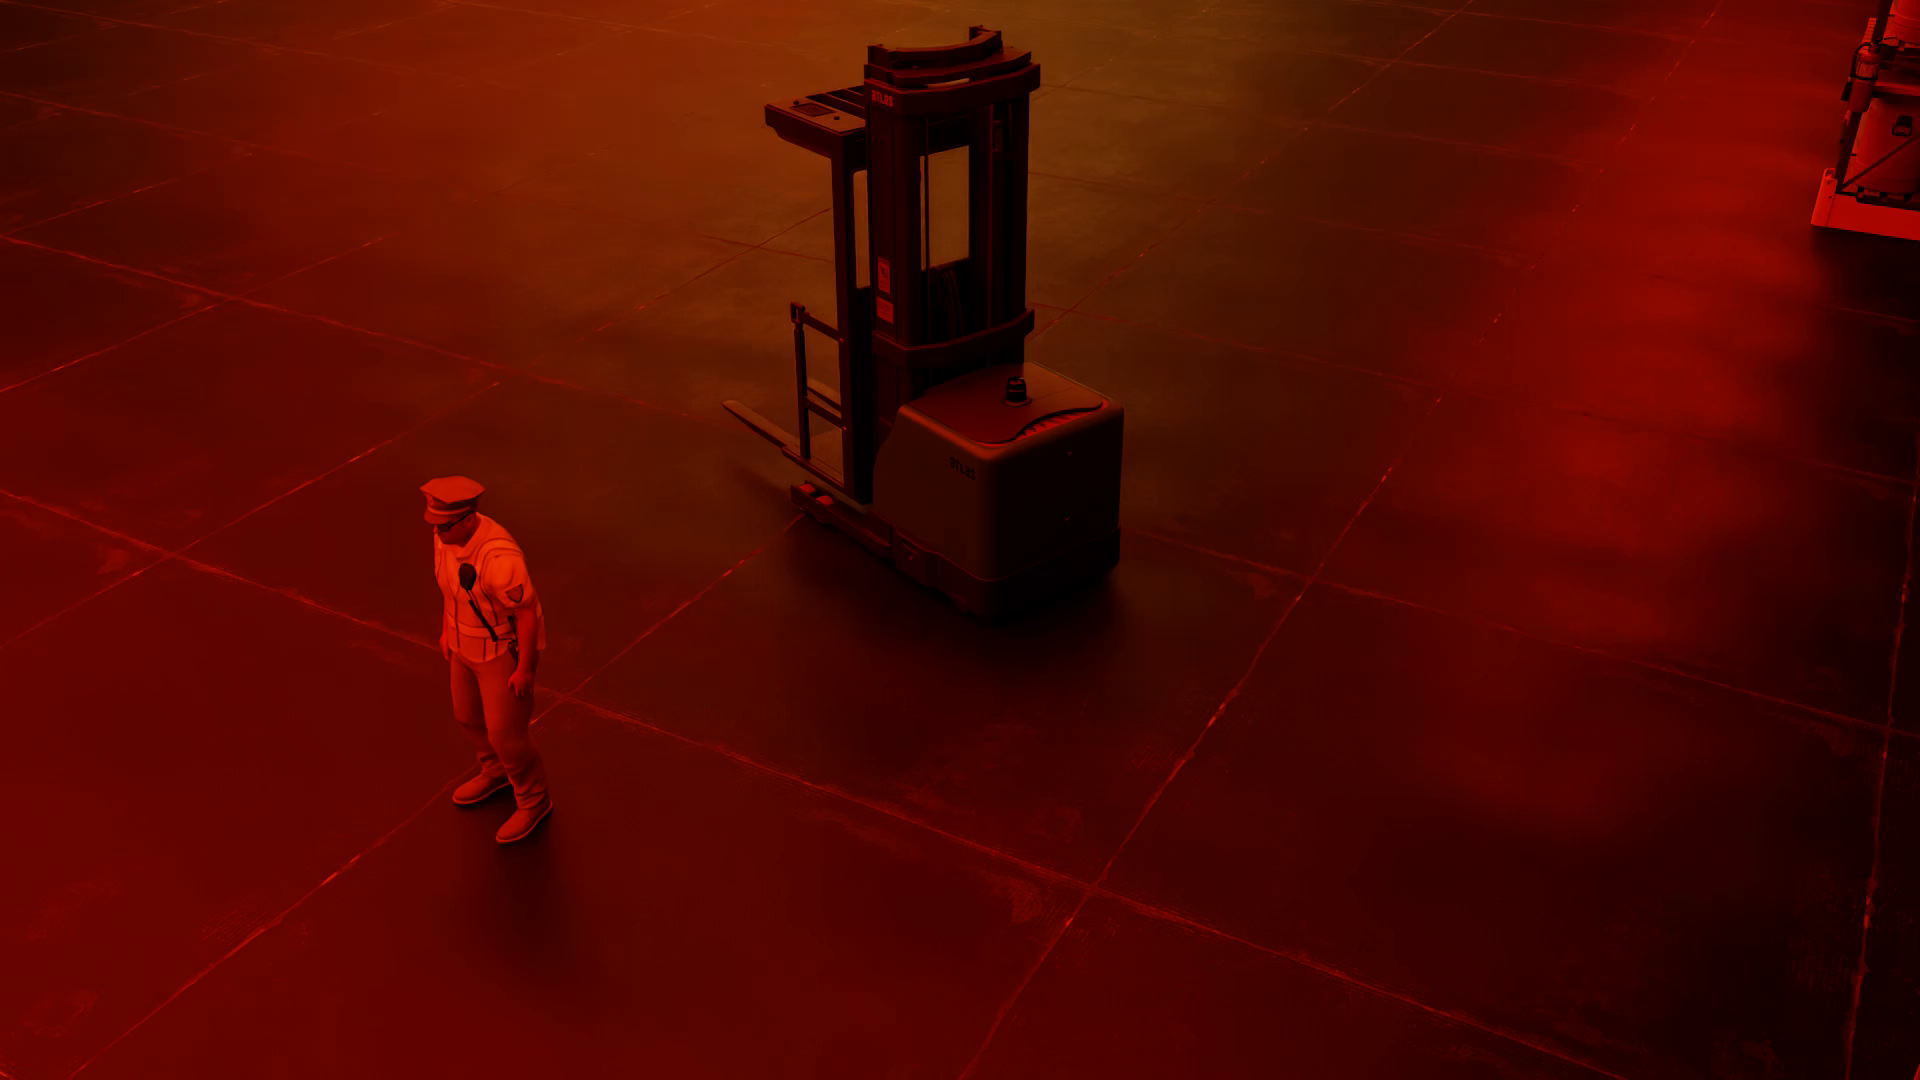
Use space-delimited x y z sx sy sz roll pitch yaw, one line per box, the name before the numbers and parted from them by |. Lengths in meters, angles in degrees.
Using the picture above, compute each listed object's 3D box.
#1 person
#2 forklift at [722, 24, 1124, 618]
person | -2.097 0.491 7.410 0.589 1.753 0.454 23 37 34
forklift | -0.390 -1.512 9.691 1.130 2.935 3.031 -22 37 -33
